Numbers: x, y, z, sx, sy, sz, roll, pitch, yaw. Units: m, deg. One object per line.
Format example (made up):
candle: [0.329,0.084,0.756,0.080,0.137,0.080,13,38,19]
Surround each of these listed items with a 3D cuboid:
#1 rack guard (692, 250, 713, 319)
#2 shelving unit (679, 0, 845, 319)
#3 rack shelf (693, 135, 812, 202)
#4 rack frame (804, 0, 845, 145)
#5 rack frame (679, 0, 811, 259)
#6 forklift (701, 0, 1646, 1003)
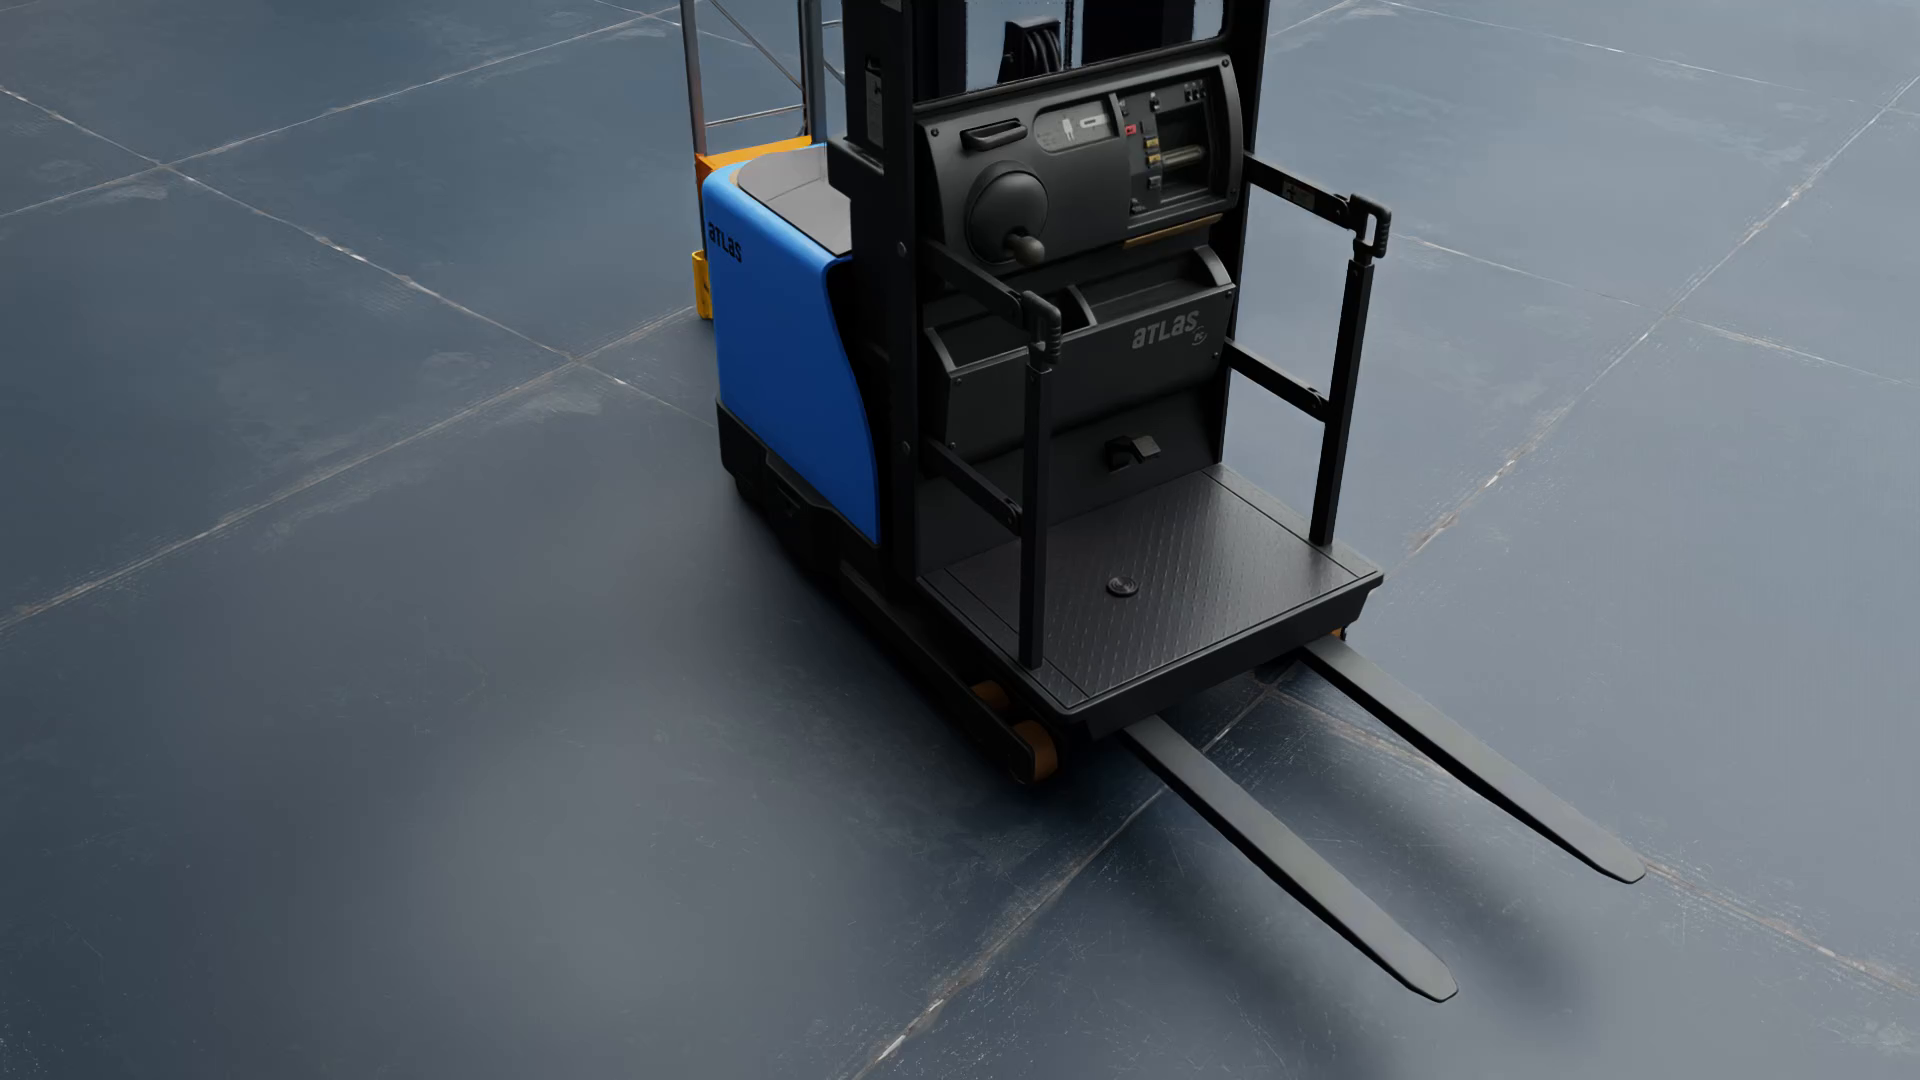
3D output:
rack guard: [-0.768,-1.070,6.588,0.587,0.250,0.087,-19,39,-25]
shelving unit: [-0.513,-1.343,5.881,0.587,1.500,1.083,-19,39,-25]
rack shelf: [-0.509,-1.191,5.977,0.538,0.185,1.000,-19,39,-25]
rack frame: [-0.248,-1.092,5.515,0.500,1.500,0.032,-19,39,-25]
rack frame: [-0.769,-1.586,6.235,0.500,1.500,0.032,-19,39,-25]
forklift: [0.441,-0.882,3.945,1.130,2.935,3.031,-21,39,-27]
